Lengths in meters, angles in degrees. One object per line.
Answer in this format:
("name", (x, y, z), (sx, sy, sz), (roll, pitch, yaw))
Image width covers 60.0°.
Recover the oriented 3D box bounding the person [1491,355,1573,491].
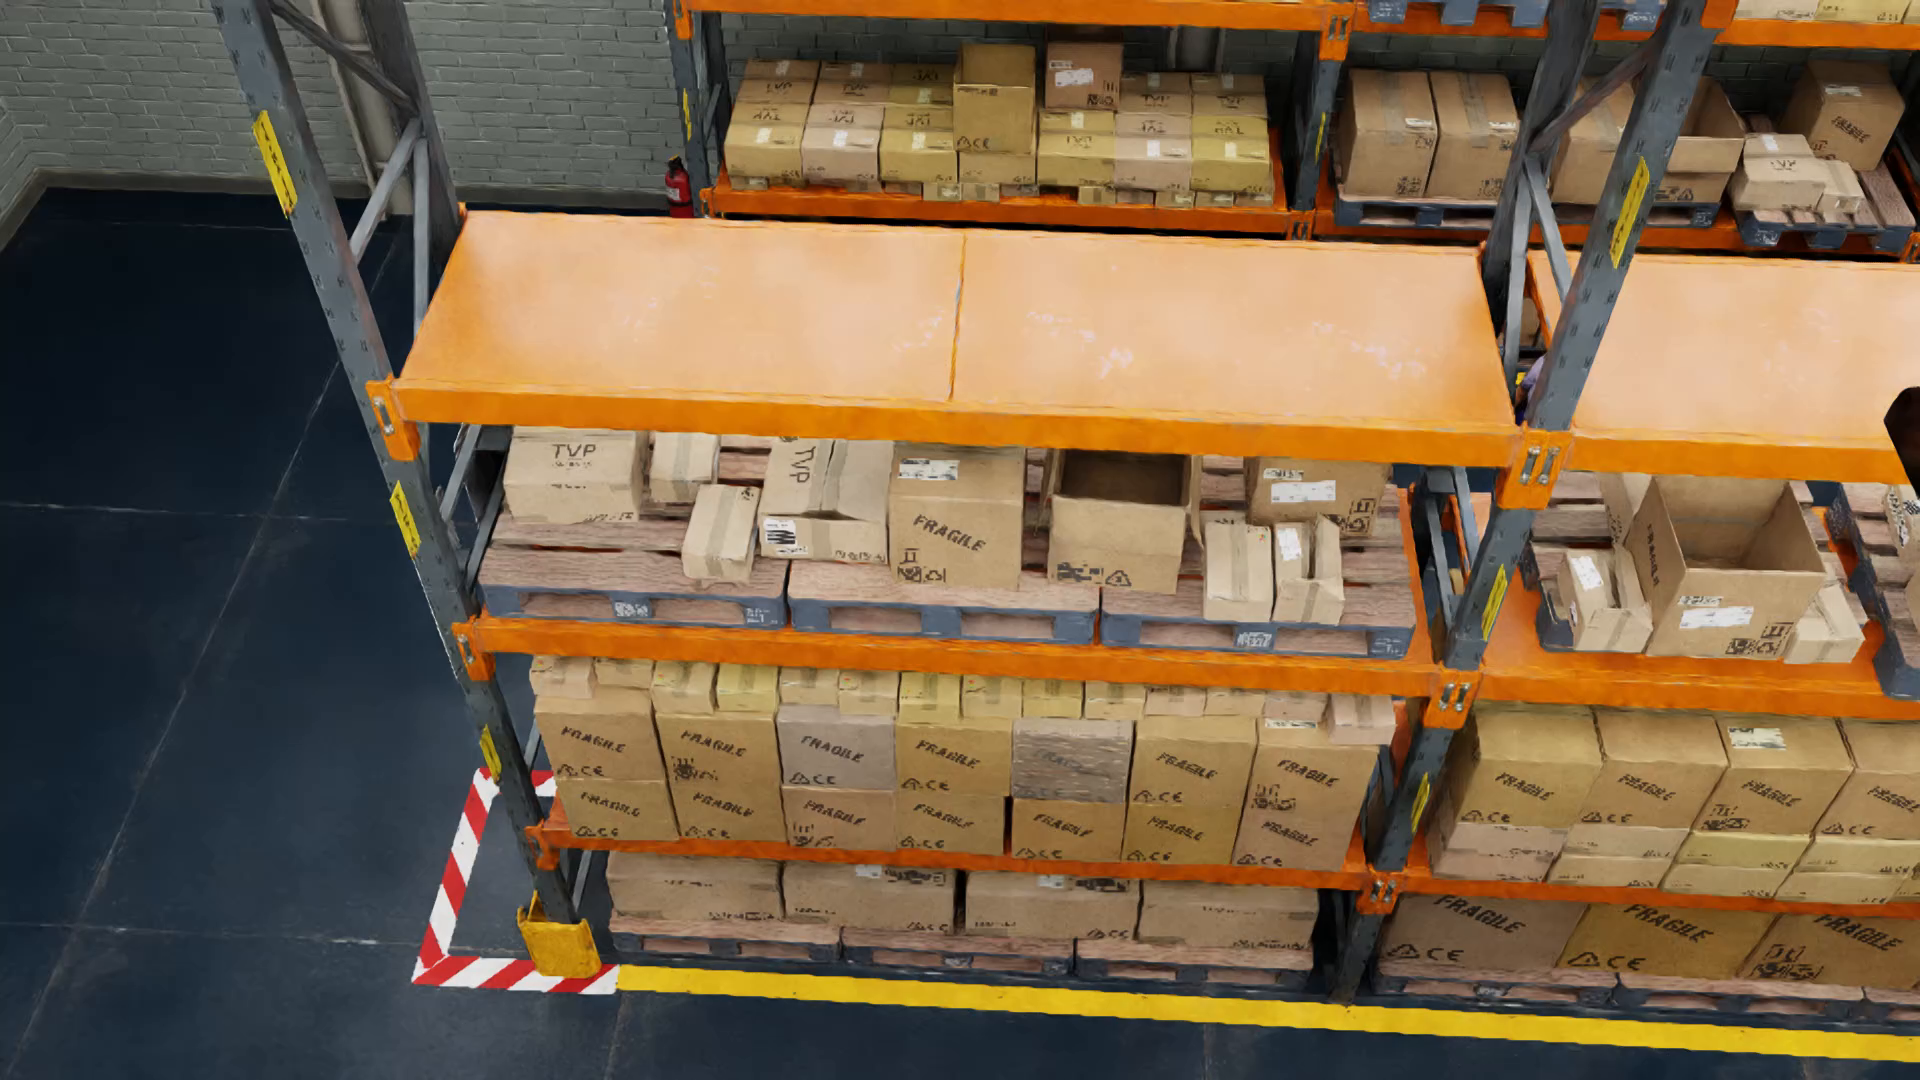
("person", (3.560, -0.613, 10.174), (0.589, 1.639, 0.554), (20, 51, 17))
